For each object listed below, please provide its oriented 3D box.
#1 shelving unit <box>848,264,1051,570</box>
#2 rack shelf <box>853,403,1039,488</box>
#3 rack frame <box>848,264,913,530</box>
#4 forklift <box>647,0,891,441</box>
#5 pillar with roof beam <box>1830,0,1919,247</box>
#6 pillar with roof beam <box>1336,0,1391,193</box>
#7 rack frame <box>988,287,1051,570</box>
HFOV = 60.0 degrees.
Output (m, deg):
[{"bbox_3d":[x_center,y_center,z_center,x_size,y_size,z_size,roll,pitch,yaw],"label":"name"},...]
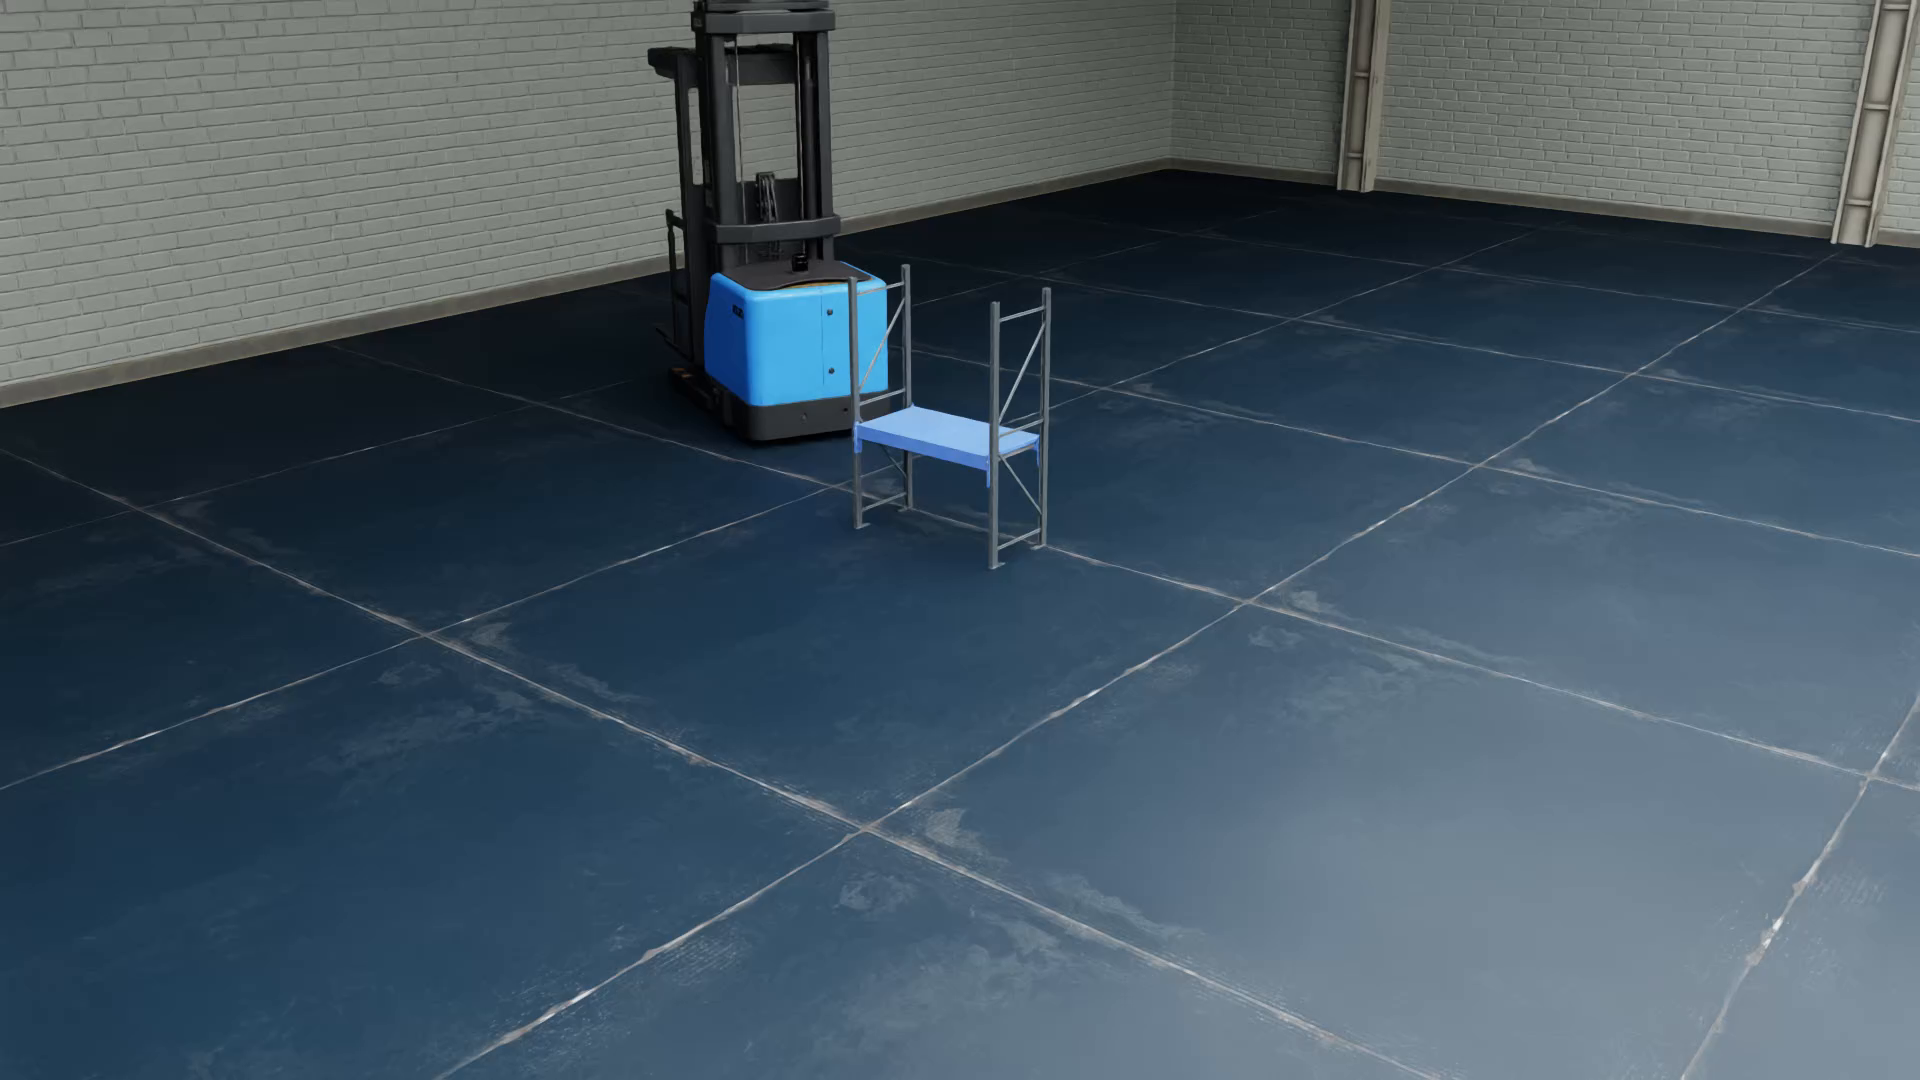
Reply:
[{"bbox_3d":[-0.066,-0.721,9.454,1.048,1.500,0.538,16,26,36],"label":"shelving unit"},{"bbox_3d":[-0.066,-0.552,9.517,1.000,0.185,0.538,16,26,36],"label":"rack shelf"},{"bbox_3d":[-0.460,-0.834,9.755,0.032,1.500,0.500,16,26,36],"label":"rack frame"},{"bbox_3d":[-1.581,-2.525,12.209,1.130,2.935,3.031,-10,23,-24],"label":"forklift"},{"bbox_3d":[7.133,-6.307,13.640,0.400,9.000,9.100,16,26,36],"label":"pillar with roof beam"},{"bbox_3d":[2.484,-7.646,17.190,0.400,9.000,9.100,16,26,36],"label":"pillar with roof beam"},{"bbox_3d":[0.328,-0.607,9.153,0.032,1.500,0.500,16,26,36],"label":"rack frame"}]
